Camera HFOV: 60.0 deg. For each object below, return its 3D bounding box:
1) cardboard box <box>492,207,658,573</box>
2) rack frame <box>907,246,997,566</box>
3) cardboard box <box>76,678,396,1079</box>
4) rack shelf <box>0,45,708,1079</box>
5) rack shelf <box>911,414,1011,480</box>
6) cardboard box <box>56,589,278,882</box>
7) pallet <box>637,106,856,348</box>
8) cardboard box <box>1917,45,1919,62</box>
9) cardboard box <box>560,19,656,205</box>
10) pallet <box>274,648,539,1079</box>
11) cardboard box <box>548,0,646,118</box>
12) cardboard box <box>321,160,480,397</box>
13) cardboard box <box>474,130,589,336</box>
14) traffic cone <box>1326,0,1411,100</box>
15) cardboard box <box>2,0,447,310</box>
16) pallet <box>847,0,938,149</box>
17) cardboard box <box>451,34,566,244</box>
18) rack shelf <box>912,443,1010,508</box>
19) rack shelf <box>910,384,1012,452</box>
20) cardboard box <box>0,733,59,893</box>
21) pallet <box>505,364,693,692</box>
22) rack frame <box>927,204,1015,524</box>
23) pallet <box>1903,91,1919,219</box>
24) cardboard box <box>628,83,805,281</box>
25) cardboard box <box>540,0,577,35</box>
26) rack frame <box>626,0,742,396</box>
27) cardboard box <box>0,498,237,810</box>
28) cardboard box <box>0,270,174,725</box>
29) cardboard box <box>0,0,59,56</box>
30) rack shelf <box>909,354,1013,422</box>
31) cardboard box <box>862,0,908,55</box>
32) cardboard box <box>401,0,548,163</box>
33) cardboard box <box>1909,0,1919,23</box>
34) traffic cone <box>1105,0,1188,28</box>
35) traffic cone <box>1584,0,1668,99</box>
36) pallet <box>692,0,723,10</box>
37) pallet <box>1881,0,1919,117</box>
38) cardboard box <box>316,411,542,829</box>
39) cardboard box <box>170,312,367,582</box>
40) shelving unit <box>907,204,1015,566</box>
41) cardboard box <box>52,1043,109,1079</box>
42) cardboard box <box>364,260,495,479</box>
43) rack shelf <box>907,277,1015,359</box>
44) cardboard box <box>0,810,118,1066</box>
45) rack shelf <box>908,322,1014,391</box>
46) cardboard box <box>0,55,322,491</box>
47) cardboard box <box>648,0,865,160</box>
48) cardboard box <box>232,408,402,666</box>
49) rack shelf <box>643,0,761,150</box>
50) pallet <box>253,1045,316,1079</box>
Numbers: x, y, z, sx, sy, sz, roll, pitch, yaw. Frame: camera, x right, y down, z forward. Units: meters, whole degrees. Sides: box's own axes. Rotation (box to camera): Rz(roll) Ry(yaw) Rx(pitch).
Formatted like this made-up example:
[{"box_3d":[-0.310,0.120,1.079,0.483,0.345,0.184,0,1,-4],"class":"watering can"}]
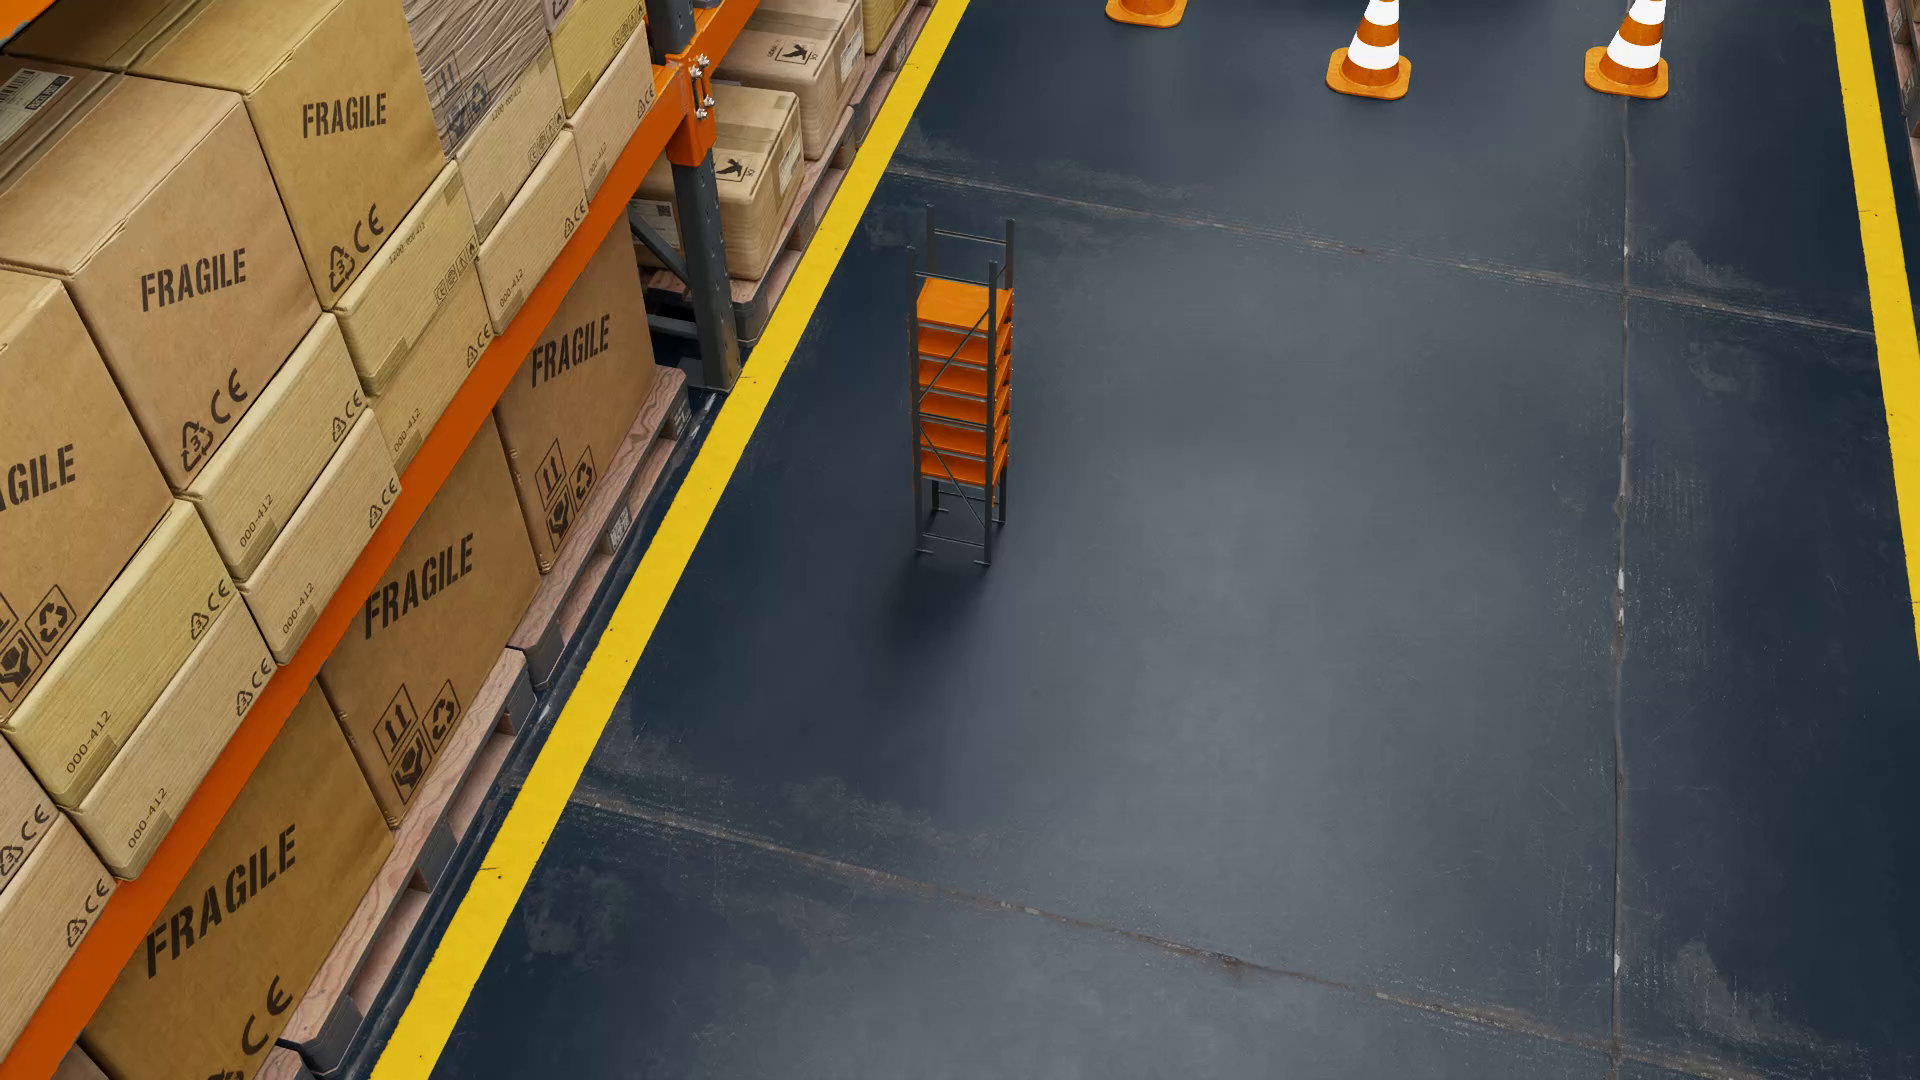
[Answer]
[{"box_3d":[-1.515,-0.583,4.901,0.875,0.875,0.875,11,50,10],"class":"cardboard box"},{"box_3d":[-0.020,-0.341,4.751,0.240,1.200,0.006,12,50,10],"class":"rack frame"},{"box_3d":[-1.990,0.708,3.762,0.875,0.875,0.875,13,50,11],"class":"cardboard box"},{"box_3d":[-1.779,0.054,3.681,1.077,0.370,4.000,12,50,10],"class":"rack shelf"},{"box_3d":[0.004,-0.299,4.933,0.258,0.103,0.180,12,50,10],"class":"rack shelf"},{"box_3d":[-1.650,0.304,3.081,0.500,0.250,0.500,11,50,10],"class":"cardboard box"},{"box_3d":[-1.046,-1.273,6.232,1.003,0.211,1.213,12,50,10],"class":"pallet"},{"box_3d":[4.268,-1.851,6.103,1.050,0.750,0.750,12,50,10],"class":"cardboard box"},{"box_3d":[-1.136,-1.164,4.376,0.500,0.250,0.500,10,49,9],"class":"cardboard box"},{"box_3d":[-1.856,0.727,4.467,1.003,0.211,1.213,12,50,10],"class":"pallet"},{"box_3d":[-1.135,-1.346,4.204,0.500,0.250,0.500,11,50,10],"class":"cardboard box"},{"box_3d":[-1.382,-0.600,3.545,0.500,0.250,0.500,10,49,9],"class":"cardboard box"},{"box_3d":[-1.255,-0.791,4.048,0.500,0.250,0.500,12,50,11],"class":"cardboard box"},{"box_3d":[1.712,-2.104,6.798,0.336,0.463,0.334,12,50,10],"class":"traffic cone"},{"box_3d":[-1.401,-0.838,3.255,0.500,0.500,0.500,12,50,10],"class":"cardboard box"},{"box_3d":[-0.723,-2.152,7.009,1.003,0.211,1.213,12,50,10],"class":"pallet"},{"box_3d":[-1.267,-0.974,3.876,0.500,0.250,0.500,10,49,9],"class":"cardboard box"},{"box_3d":[0.004,-0.219,5.023,0.258,0.103,0.180,12,50,10],"class":"rack shelf"},{"box_3d":[0.004,-0.378,4.843,0.258,0.103,0.180,12,50,10],"class":"rack shelf"},{"box_3d":[-1.808,0.502,2.573,0.500,0.250,0.500,12,50,11],"class":"cardboard box"},{"box_3d":[-1.533,-0.152,5.244,1.003,0.211,1.213,12,50,10],"class":"pallet"},{"box_3d":[0.028,-0.474,4.868,0.240,1.200,0.006,12,50,10],"class":"rack frame"},{"box_3d":[4.152,-1.239,6.203,1.003,0.211,1.213,12,50,10],"class":"pallet"},{"box_3d":[-1.095,-1.307,5.875,0.950,0.372,0.625,9,49,7],"class":"cardboard box"},{"box_3d":[-1.137,-1.569,3.900,0.500,0.500,0.500,10,49,9],"class":"cardboard box"},{"box_3d":[-1.253,-1.630,4.688,1.000,3.000,0.127,12,50,10],"class":"rack frame"},{"box_3d":[-1.649,0.142,2.891,0.500,0.250,0.500,12,50,11],"class":"cardboard box"},{"box_3d":[-1.671,-0.098,2.603,0.500,0.500,0.500,10,49,9],"class":"cardboard box"},{"box_3d":[-1.891,-0.954,3.358,0.500,0.500,0.500,13,50,11],"class":"cardboard box"},{"box_3d":[0.004,-0.458,4.753,0.258,0.103,0.180,12,50,10],"class":"rack shelf"},{"box_3d":[-0.703,-2.389,6.831,0.950,0.372,0.625,13,50,11],"class":"cardboard box"},{"box_3d":[-1.264,-1.196,3.571,0.500,0.500,0.500,12,50,11],"class":"cardboard box"},{"box_3d":[4.525,-2.548,6.718,1.050,0.750,0.750,11,50,10],"class":"cardboard box"},{"box_3d":[0.824,-2.511,7.158,0.336,0.463,0.334,12,50,10],"class":"traffic cone"},{"box_3d":[2.792,-2.108,6.802,0.336,0.463,0.334,12,50,10],"class":"traffic cone"},{"box_3d":[-1.168,-2.103,5.234,1.213,0.211,1.003,12,50,10],"class":"pallet"},{"box_3d":[4.471,-2.124,6.984,1.003,0.211,1.213,12,50,10],"class":"pallet"},{"box_3d":[-1.754,0.061,4.332,0.875,0.875,0.875,12,50,10],"class":"cardboard box"},{"box_3d":[-1.518,-0.224,3.214,0.500,0.250,0.500,10,49,9],"class":"cardboard box"},{"box_3d":[0.004,-0.407,4.809,0.258,1.200,0.189,12,50,10],"class":"shelving unit"},{"box_3d":[-2.220,1.363,3.184,0.875,0.875,0.875,13,50,11],"class":"cardboard box"},{"box_3d":[-1.403,-0.430,3.729,0.500,0.250,0.500,11,50,10],"class":"cardboard box"},{"box_3d":[0.004,-0.616,4.573,0.258,0.103,0.180,12,50,10],"class":"rack shelf"},{"box_3d":[-1.801,0.672,2.756,0.500,0.250,0.500,10,49,9],"class":"cardboard box"},{"box_3d":[0.004,-0.537,4.663,0.258,0.103,0.180,12,50,10],"class":"rack shelf"},{"box_3d":[-1.541,-0.473,2.934,0.500,0.500,0.500,11,49,9],"class":"cardboard box"},{"box_3d":[-0.908,-1.842,6.347,0.950,0.372,0.625,11,49,9],"class":"cardboard box"},{"box_3d":[-1.510,-0.056,3.398,0.500,0.250,0.500,11,49,9],"class":"cardboard box"},{"box_3d":[-0.727,-2.839,6.235,1.077,0.370,4.000,12,50,10],"class":"rack shelf"},{"box_3d":[-2.175,1.613,3.686,1.003,0.211,1.213,12,50,10],"class":"pallet"}]
